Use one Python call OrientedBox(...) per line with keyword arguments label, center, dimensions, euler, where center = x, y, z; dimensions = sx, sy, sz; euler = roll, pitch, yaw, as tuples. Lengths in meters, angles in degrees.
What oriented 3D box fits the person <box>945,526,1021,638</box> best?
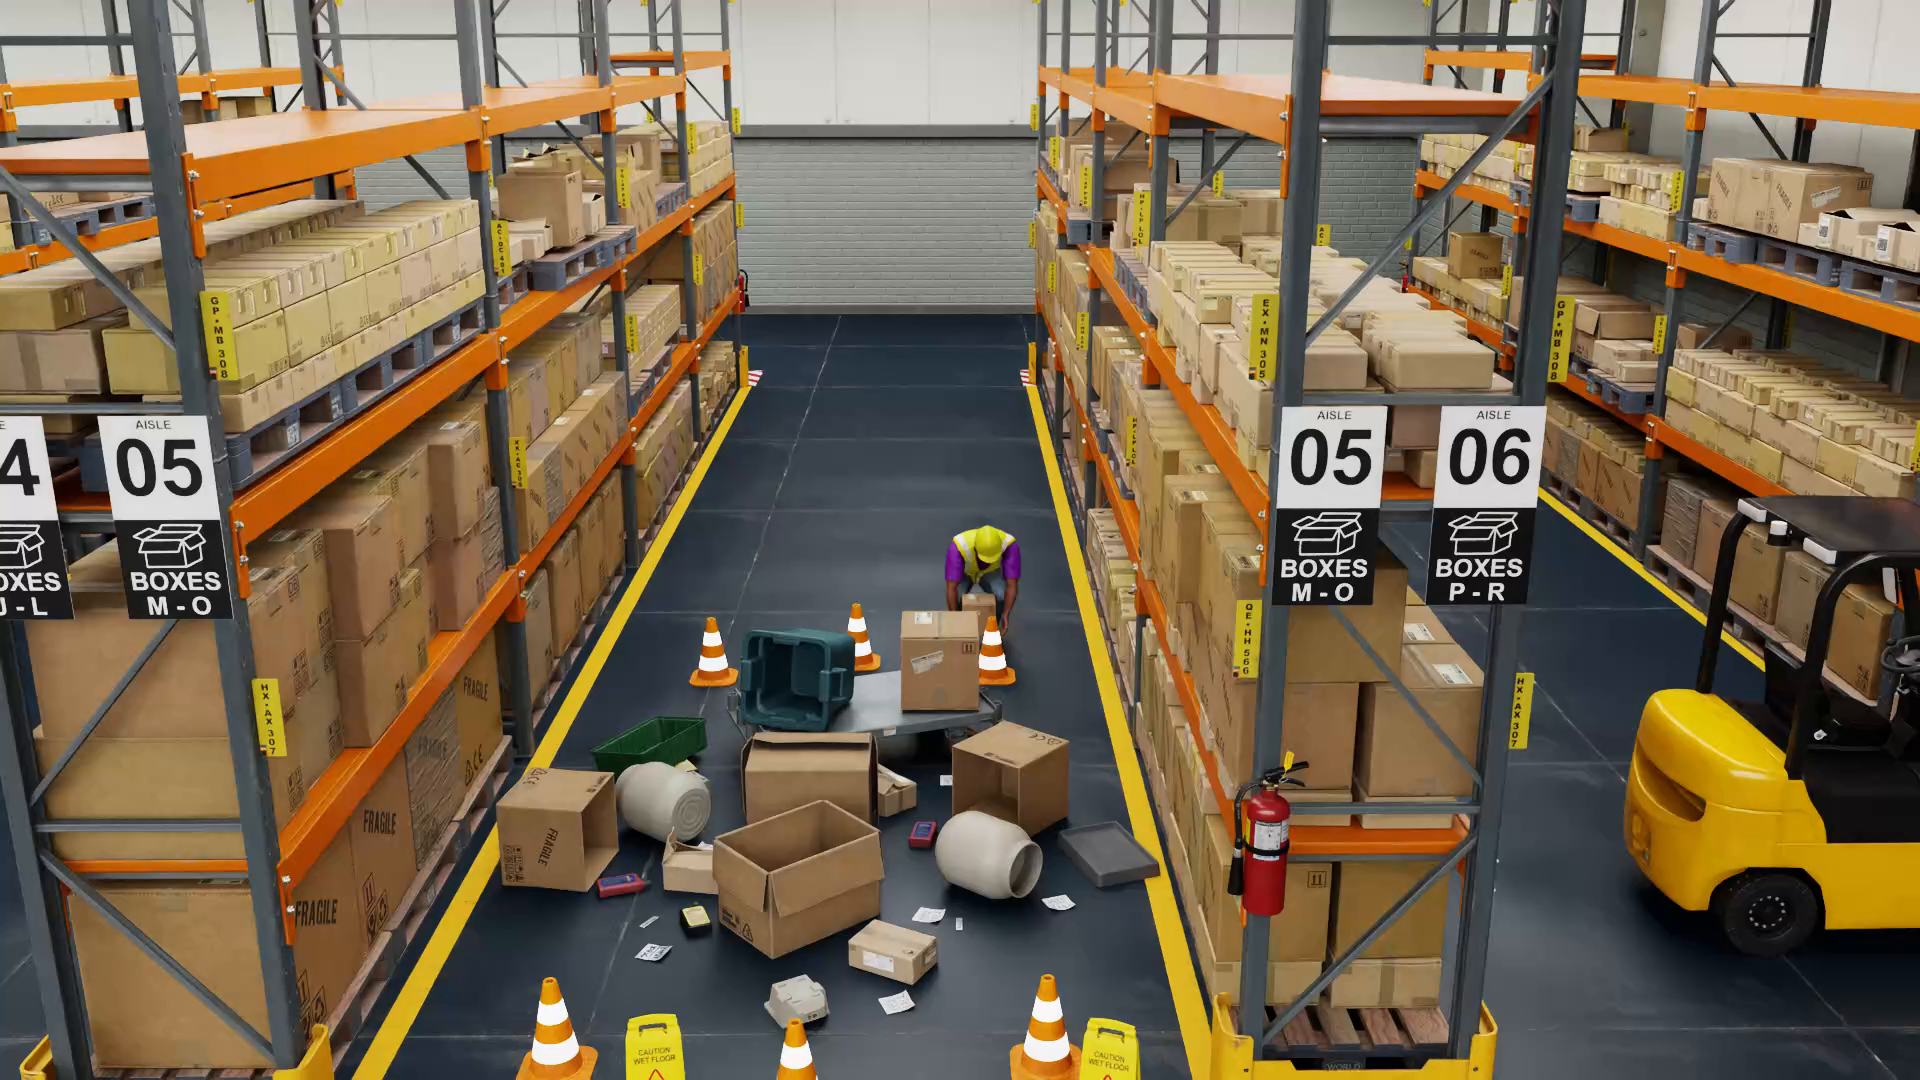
OrientedBox(label="person", center=(0.172, 0.293, 12.853), dimensions=(0.582, 1.008, 0.902), euler=(0, 17, -1))
